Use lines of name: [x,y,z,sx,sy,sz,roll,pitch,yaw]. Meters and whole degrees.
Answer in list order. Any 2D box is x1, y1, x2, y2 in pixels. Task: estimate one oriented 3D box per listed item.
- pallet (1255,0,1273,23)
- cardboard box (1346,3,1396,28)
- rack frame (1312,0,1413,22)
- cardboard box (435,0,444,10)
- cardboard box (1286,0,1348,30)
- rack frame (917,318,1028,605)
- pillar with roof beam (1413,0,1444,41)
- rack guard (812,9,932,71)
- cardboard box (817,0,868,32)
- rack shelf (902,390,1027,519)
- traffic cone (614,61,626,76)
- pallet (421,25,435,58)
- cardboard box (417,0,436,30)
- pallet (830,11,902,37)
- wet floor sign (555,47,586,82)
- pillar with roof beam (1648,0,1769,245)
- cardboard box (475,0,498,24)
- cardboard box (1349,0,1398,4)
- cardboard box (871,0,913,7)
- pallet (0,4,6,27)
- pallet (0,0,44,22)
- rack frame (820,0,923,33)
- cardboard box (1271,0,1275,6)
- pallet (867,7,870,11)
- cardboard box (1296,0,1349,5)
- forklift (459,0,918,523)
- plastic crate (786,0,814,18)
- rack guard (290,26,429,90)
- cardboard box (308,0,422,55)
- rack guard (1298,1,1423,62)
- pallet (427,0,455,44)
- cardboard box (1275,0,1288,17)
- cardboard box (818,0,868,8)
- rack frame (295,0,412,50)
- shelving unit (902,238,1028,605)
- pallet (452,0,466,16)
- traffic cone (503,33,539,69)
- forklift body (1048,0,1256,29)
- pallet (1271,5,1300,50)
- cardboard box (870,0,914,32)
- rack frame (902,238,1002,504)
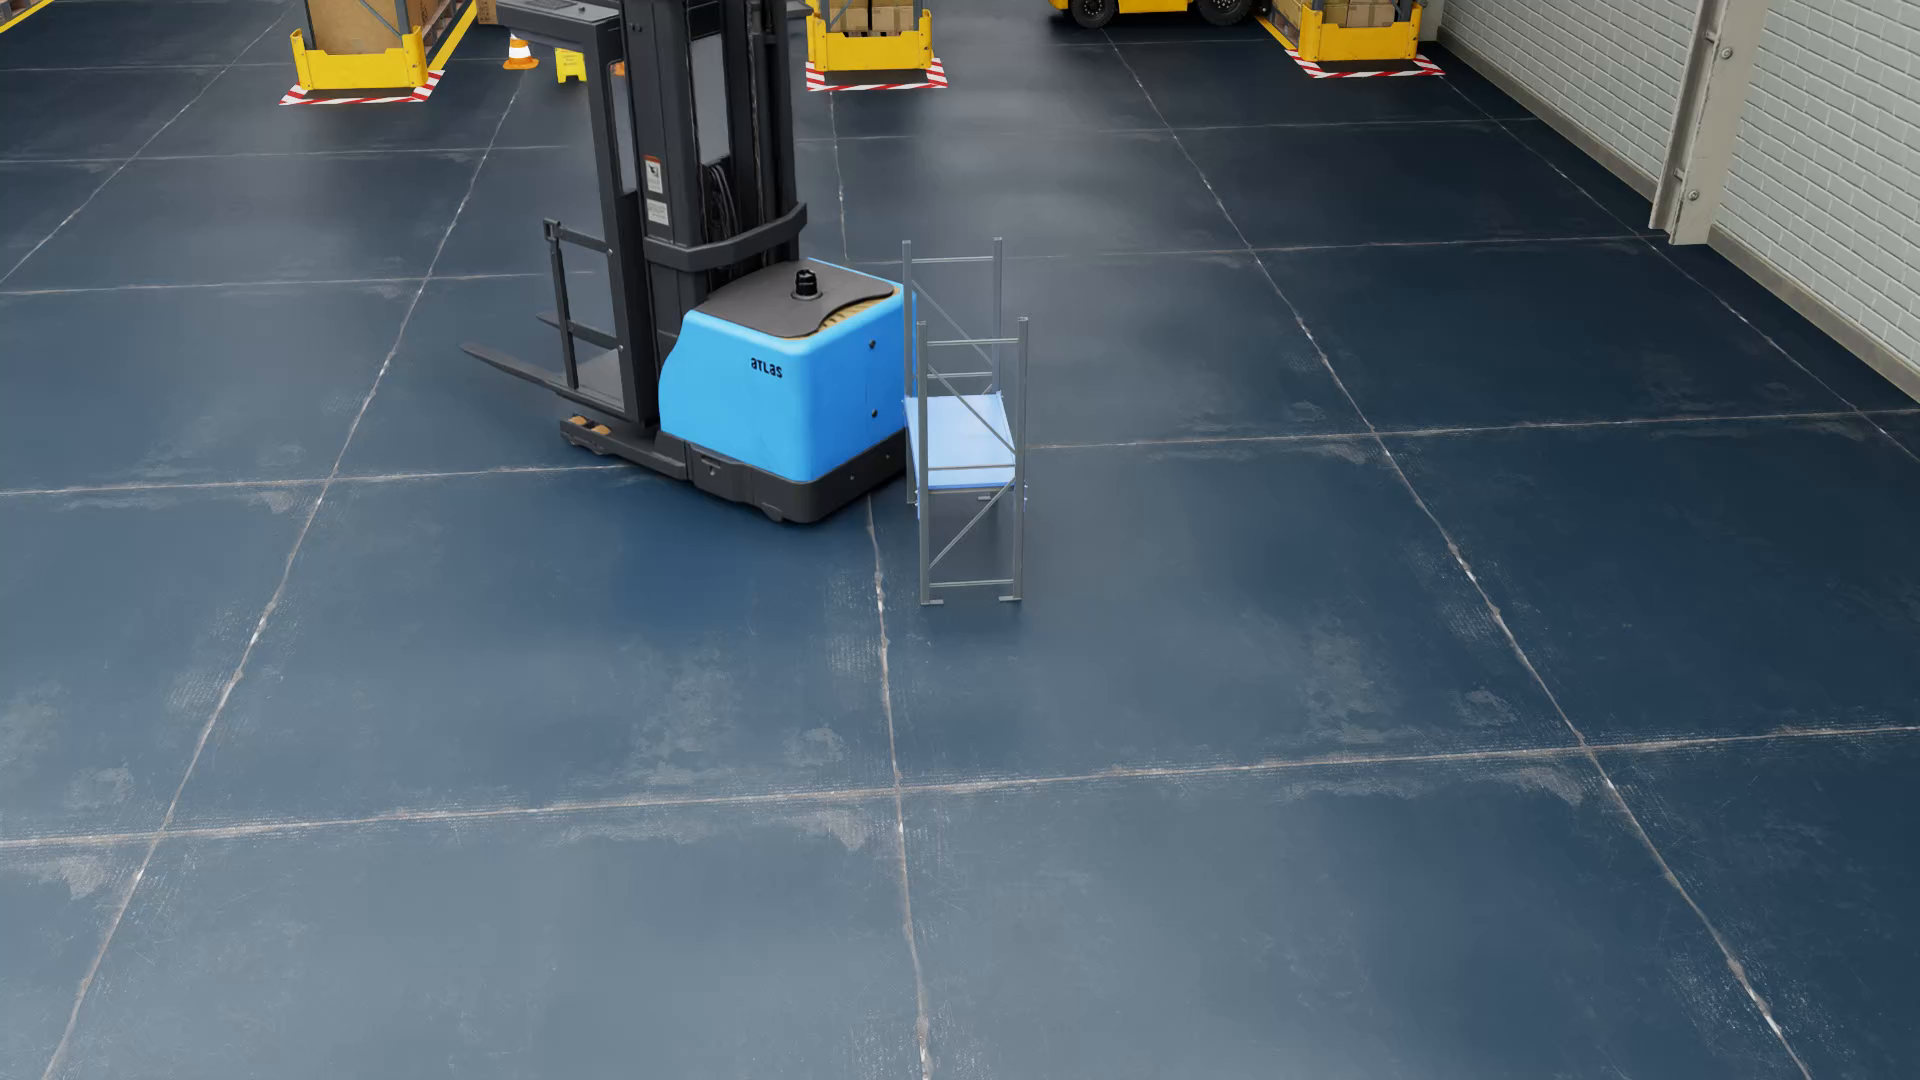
pallet: [3.846,-6.085,18.731,1.003,0.211,1.213,-3,31,-5]
cardboard box: [4.219,-5.532,17.358,0.500,0.250,0.500,-3,31,-4]
rack frame: [4.070,-6.272,16.325,1.000,3.000,0.127,-3,31,-5]
cardboard box: [-6.087,-6.269,17.983,0.875,0.875,0.875,-3,31,-4]
cardboard box: [3.711,-5.496,17.299,0.500,0.250,0.500,-3,31,-4]
rack frame: [0.055,-0.341,7.858,0.500,1.500,0.032,-3,31,-5]
pillar with roof beam: [0.616,-9.040,15.109,9.100,9.000,0.400,-3,31,-5]
rack guard: [-0.879,-4.998,16.629,1.175,0.500,0.348,-3,31,-5]
cardboard box: [-1.217,-5.444,17.211,0.500,0.250,0.500,-3,31,-5]
rack shelf: [0.008,-0.446,8.385,0.538,0.185,1.000,-3,31,-5]
traffic cone: [-3.270,-4.874,16.458,0.336,0.463,0.334,-3,31,-5]
pallet: [-5.943,-4.951,16.832,1.003,0.211,1.213,-3,31,-5]
cardboard box: [-6.004,-5.804,17.204,0.875,0.875,0.875,-3,31,-5]
pallet: [-0.920,-5.290,17.401,1.003,0.211,1.213,-3,31,-5]
wet floor sign: [-3.817,-4.813,16.178,0.267,0.644,0.232,-8,32,-13]
pillar with roof beam: [1.177,-5.976,9.980,9.100,9.000,0.400,-3,31,-5]
cardboard box: [-4.998,-5.970,18.255,0.500,0.500,0.500,2,31,4]
cardboard box: [4.233,-5.736,17.213,0.500,0.250,0.500,-2,31,-4]
cardboard box: [-0.675,-5.791,17.061,0.500,0.500,0.500,-4,31,-6]
pallet: [-10.897,-5.437,17.646,1.003,0.211,1.213,-3,31,-5]
pallet: [-11.014,-6.061,18.691,1.003,0.211,1.213,-3,31,-5]
rack frame: [-0.872,-6.032,15.924,1.000,3.000,0.127,-3,31,-5]
cardboard box: [3.637,-6.007,18.153,0.500,0.250,0.500,-2,31,-4]
pallet: [-1.030,-5.912,18.441,1.003,0.211,1.213,-3,31,-5]
cardboard box: [3.713,-5.720,17.185,0.500,0.250,0.500,-3,31,-5]
forklift: [-1.702,-1.944,9.146,3.031,2.935,1.130,21,37,31]
plastic crate: [-1.915,-5.980,18.684,0.402,0.080,0.583,-14,33,-22]
rack guard: [-5.788,-4.658,16.061,1.175,0.500,0.348,-3,31,-5]
cardboard box: [-5.920,-5.354,16.452,0.875,0.875,0.875,-3,31,-4]
rack guard: [4.072,-5.186,16.945,1.175,0.500,0.348,-3,31,-5]
pallet: [-6.054,-5.572,17.873,1.003,0.211,1.213,-3,31,-5]
cardboard box: [3.674,-5.751,17.724,0.500,0.250,0.500,-3,31,-5]
cardboard box: [-1.206,-5.750,16.993,0.500,0.500,0.500,-3,31,-4]
rack frame: [-5.791,-5.743,15.440,1.000,3.000,0.127,-3,31,-5]
shelving unit: [0.008,-0.600,8.292,0.538,1.500,1.048,-3,31,-5]
pallet: [-6.171,-6.196,18.918,1.003,0.211,1.213,-3,31,-5]
traffic cone: [-4.426,-4.993,16.658,0.336,0.463,0.334,-3,31,-5]
forklift body: [2.076,-6.788,18.017,2.313,2.155,1.214,-3,31,-5]
pallet: [3.957,-5.463,17.690,1.003,0.211,1.213,-3,31,-5]
cardboard box: [-0.672,-5.457,17.233,0.500,0.250,0.500,-3,31,-5]
rack frame: [-0.040,-0.860,8.727,0.500,1.500,0.032,-3,31,-5]
